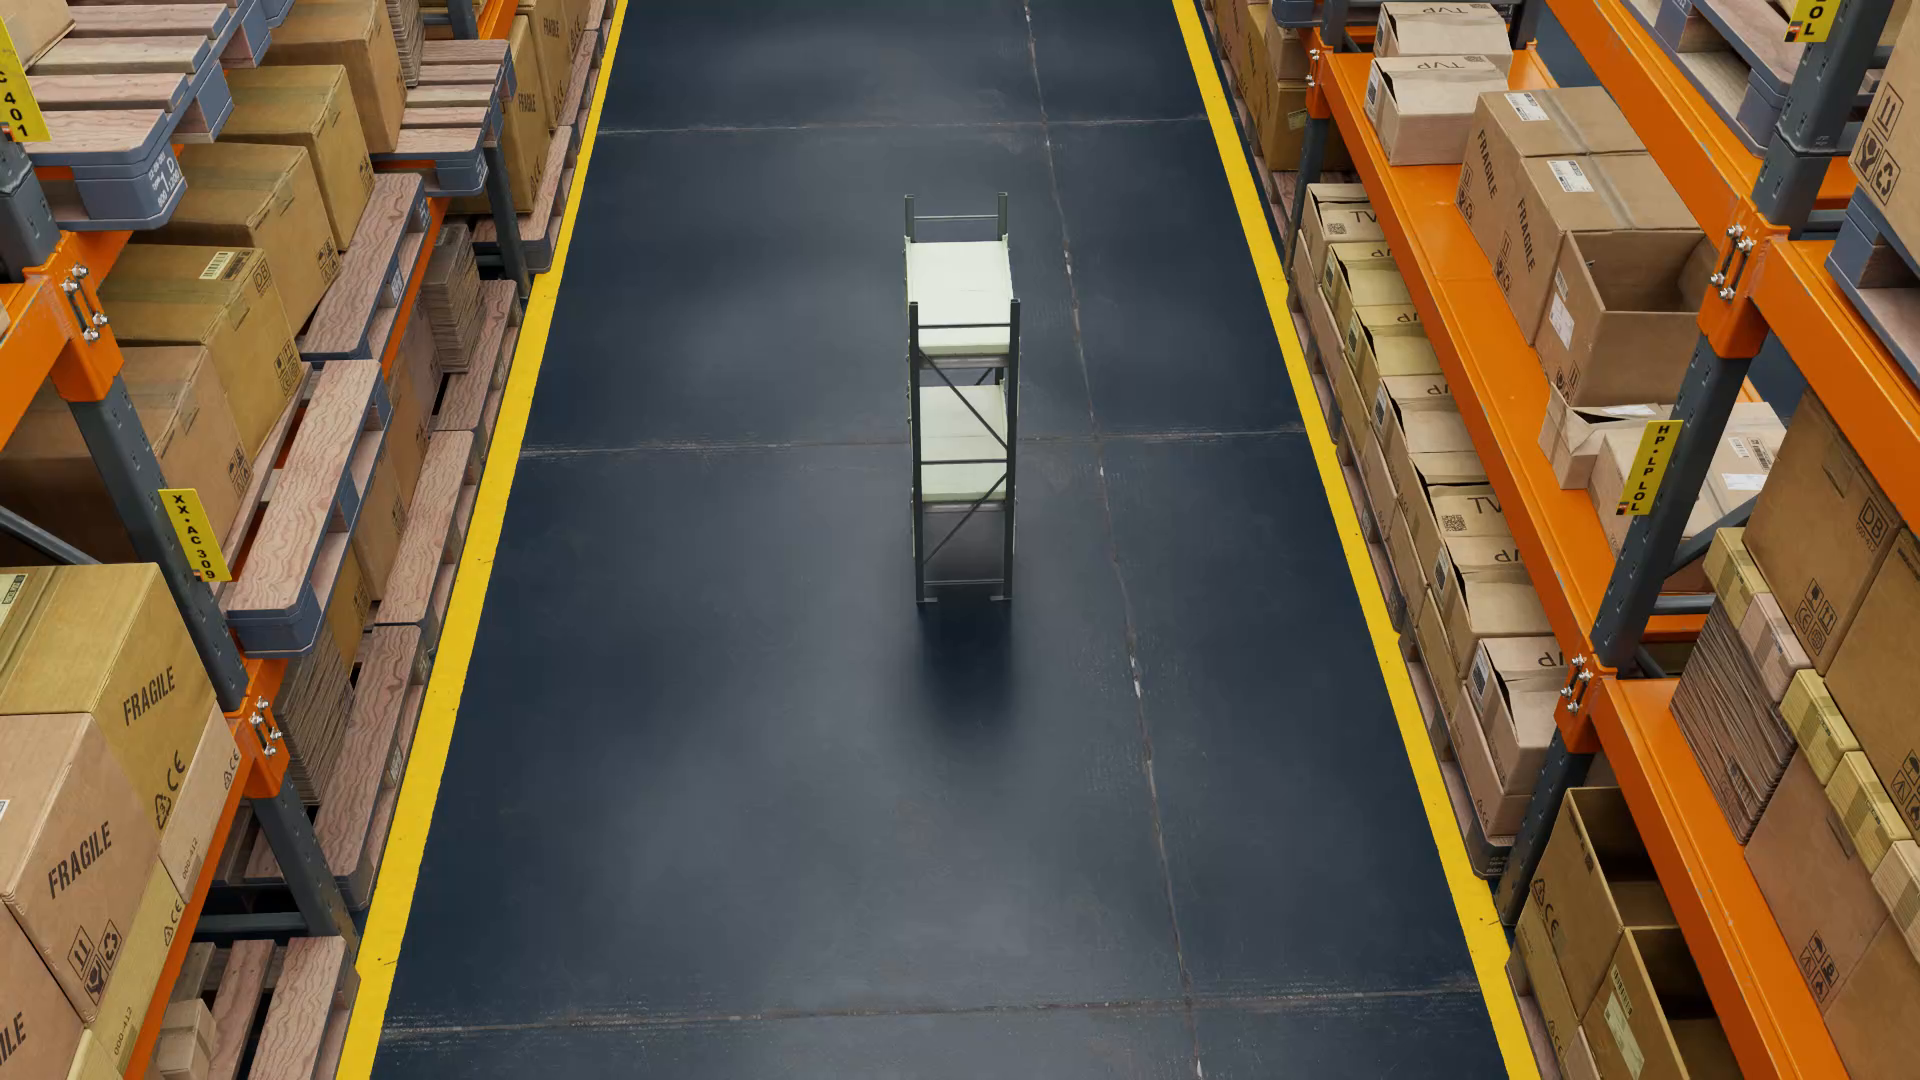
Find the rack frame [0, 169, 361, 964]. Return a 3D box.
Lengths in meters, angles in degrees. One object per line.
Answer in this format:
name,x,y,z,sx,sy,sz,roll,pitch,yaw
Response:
rack frame,-2.566,0.330,4.670,1.000,3.000,0.127,-2,43,-2

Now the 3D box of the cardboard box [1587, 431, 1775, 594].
cardboard box,2.318,-0.090,5.240,0.500,0.250,0.500,1,43,1

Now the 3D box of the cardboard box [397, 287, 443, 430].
cardboard box,-2.748,-0.775,7.400,0.700,0.500,0.500,-2,43,-2

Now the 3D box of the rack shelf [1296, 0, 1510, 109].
rack shelf,2.128,-3.600,9.490,1.077,0.370,4.000,-2,43,-2

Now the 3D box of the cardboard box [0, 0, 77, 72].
cardboard box,-2.510,-1.339,3.886,0.500,0.500,0.500,4,43,4

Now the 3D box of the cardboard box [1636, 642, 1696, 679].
cardboard box,2.614,0.552,5.738,0.500,0.311,0.500,-2,43,-2

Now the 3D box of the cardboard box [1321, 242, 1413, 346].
cardboard box,1.972,-1.146,7.590,0.500,0.311,0.500,-3,43,-3

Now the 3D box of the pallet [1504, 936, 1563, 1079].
pallet,2.375,1.752,5.183,1.003,0.211,1.213,-2,43,-2

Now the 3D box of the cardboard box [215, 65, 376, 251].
cardboard box,-2.631,-1.412,6.171,0.700,0.500,0.500,-2,43,-2

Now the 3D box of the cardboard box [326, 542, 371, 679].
cardboard box,-2.686,0.246,6.286,0.700,0.500,0.500,-2,43,-3

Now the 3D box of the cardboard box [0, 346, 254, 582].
cardboard box,-2.554,-0.213,4.863,0.700,0.500,0.500,-2,43,-2

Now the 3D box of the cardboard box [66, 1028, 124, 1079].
cardboard box,-2.194,1.365,3.637,0.500,0.250,0.500,-2,43,-2

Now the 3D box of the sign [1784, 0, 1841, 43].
sign,1.841,-1.205,3.509,0.100,0.325,0.005,-2,43,-2

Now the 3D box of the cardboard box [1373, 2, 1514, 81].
cardboard box,2.185,-2.235,7.535,0.500,0.311,0.500,1,43,1

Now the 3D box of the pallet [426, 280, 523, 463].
pallet,-2.705,-0.815,7.982,1.003,0.211,1.213,-2,43,-2

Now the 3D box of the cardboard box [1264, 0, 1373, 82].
cardboard box,1.932,-2.694,8.939,0.500,0.250,0.500,0,43,0

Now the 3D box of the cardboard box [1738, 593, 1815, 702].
cardboard box,2.211,0.266,4.186,0.380,0.149,0.250,-1,43,-1

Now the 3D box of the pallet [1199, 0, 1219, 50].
pallet,2.115,-3.639,11.064,1.003,0.211,1.213,-2,43,-2

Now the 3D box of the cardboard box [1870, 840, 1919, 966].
cardboard box,2.245,0.786,3.618,0.380,0.149,0.250,-3,43,-3

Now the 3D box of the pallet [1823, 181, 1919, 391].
pallet,2.445,-0.312,3.217,1.003,0.211,1.213,-2,43,-2

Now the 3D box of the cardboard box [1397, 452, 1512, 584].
cardboard box,2.032,-0.116,6.465,0.500,0.311,0.500,-2,43,-2

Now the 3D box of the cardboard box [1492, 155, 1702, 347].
cardboard box,2.323,-1.064,6.117,0.500,0.500,0.500,-2,43,-2

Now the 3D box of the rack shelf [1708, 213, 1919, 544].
rack shelf,2.468,0.695,2.584,1.077,0.370,4.000,-2,43,-2

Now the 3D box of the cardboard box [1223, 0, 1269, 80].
cardboard box,1.888,-3.084,9.919,0.500,0.500,0.500,-3,43,-3

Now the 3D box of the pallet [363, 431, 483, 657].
pallet,-2.656,0.007,7.086,1.003,0.211,1.213,-2,43,-2

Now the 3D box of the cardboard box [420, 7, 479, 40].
cardboard box,-2.519,-2.514,7.944,0.380,0.149,0.250,-2,43,-2

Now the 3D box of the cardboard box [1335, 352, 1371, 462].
cardboard box,1.992,-0.604,7.413,0.500,0.250,0.500,-3,43,-3

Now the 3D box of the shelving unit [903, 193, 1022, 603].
shelving unit,0.000,-0.548,6.738,0.431,1.500,0.755,-2,43,-2

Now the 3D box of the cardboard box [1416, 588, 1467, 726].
cardboard box,2.056,0.431,6.284,0.500,0.250,0.500,-2,43,-2

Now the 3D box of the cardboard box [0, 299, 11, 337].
cardboard box,-2.298,-0.484,3.250,0.500,0.500,0.500,-1,43,-1

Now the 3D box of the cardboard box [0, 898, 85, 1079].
cardboard box,-2.200,1.089,3.383,0.500,0.500,0.500,-3,43,-3

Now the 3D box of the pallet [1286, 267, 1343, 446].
pallet,2.209,-0.930,8.108,1.003,0.211,1.213,-2,43,-2

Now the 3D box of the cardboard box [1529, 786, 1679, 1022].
cardboard box,2.089,1.090,5.010,0.500,0.500,0.500,-2,43,-2

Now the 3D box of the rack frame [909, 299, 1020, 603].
rack frame,0.016,-0.301,6.469,0.400,1.500,0.023,-2,43,-2

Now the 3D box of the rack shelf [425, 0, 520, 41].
rack shelf,-2.821,-3.455,9.332,1.077,0.370,4.000,-2,43,-2

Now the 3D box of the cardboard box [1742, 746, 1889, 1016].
cardboard box,2.437,0.804,4.079,0.700,0.500,0.500,-2,43,-2

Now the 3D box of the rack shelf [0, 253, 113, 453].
rack shelf,-2.482,0.840,2.426,1.077,0.370,4.000,-2,43,-2

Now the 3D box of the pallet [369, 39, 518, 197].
pallet,-2.600,-1.821,7.159,1.213,0.211,1.003,-2,43,-2

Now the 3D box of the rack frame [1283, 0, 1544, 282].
rack frame,2.213,-2.515,7.774,1.000,3.000,0.127,-2,43,-2

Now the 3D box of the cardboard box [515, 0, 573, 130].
cardboard box,-2.667,-2.824,9.391,0.750,0.750,0.750,-2,43,-2
